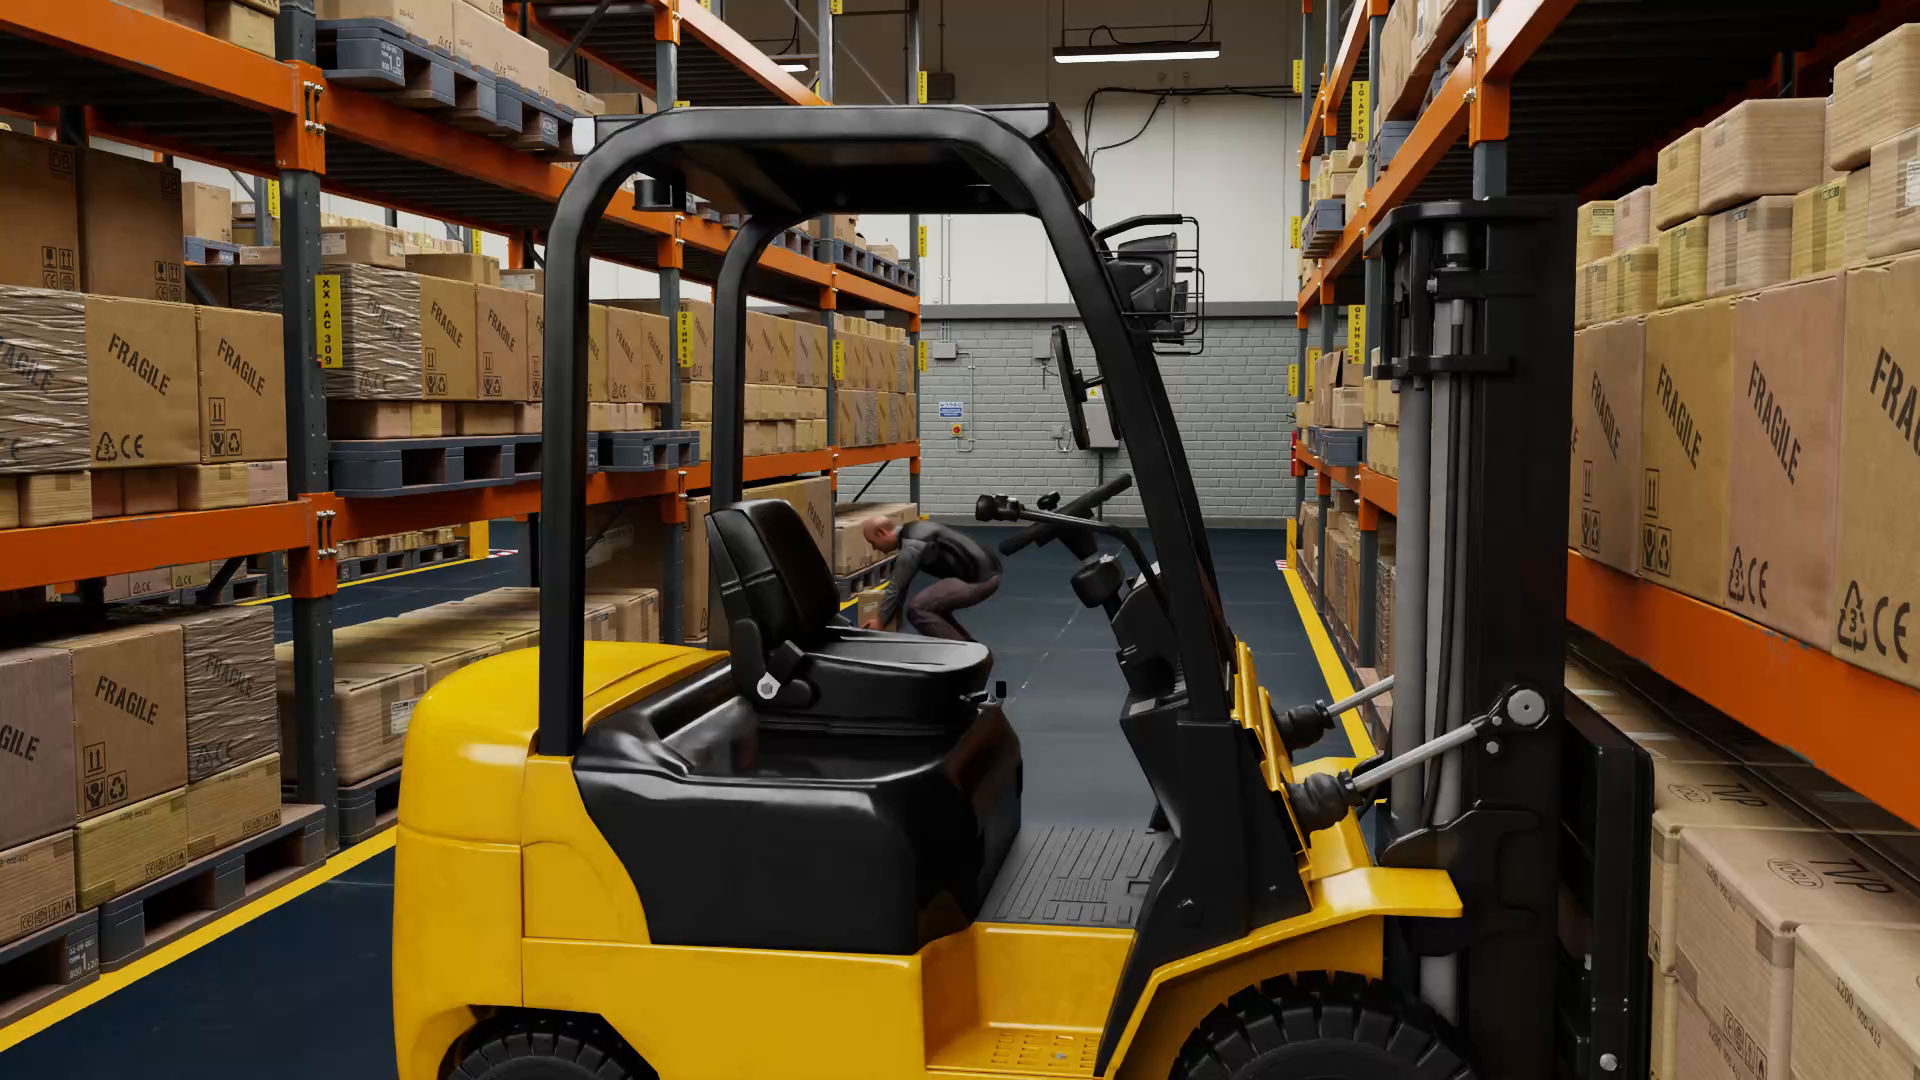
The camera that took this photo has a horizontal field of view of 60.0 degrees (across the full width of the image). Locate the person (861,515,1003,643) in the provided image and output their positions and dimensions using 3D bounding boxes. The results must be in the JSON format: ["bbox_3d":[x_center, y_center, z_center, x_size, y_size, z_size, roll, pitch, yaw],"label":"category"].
[{"bbox_3d":[-0.176,0.317,10.701,0.894,0.959,0.509,1,4,7],"label":"person"}]
